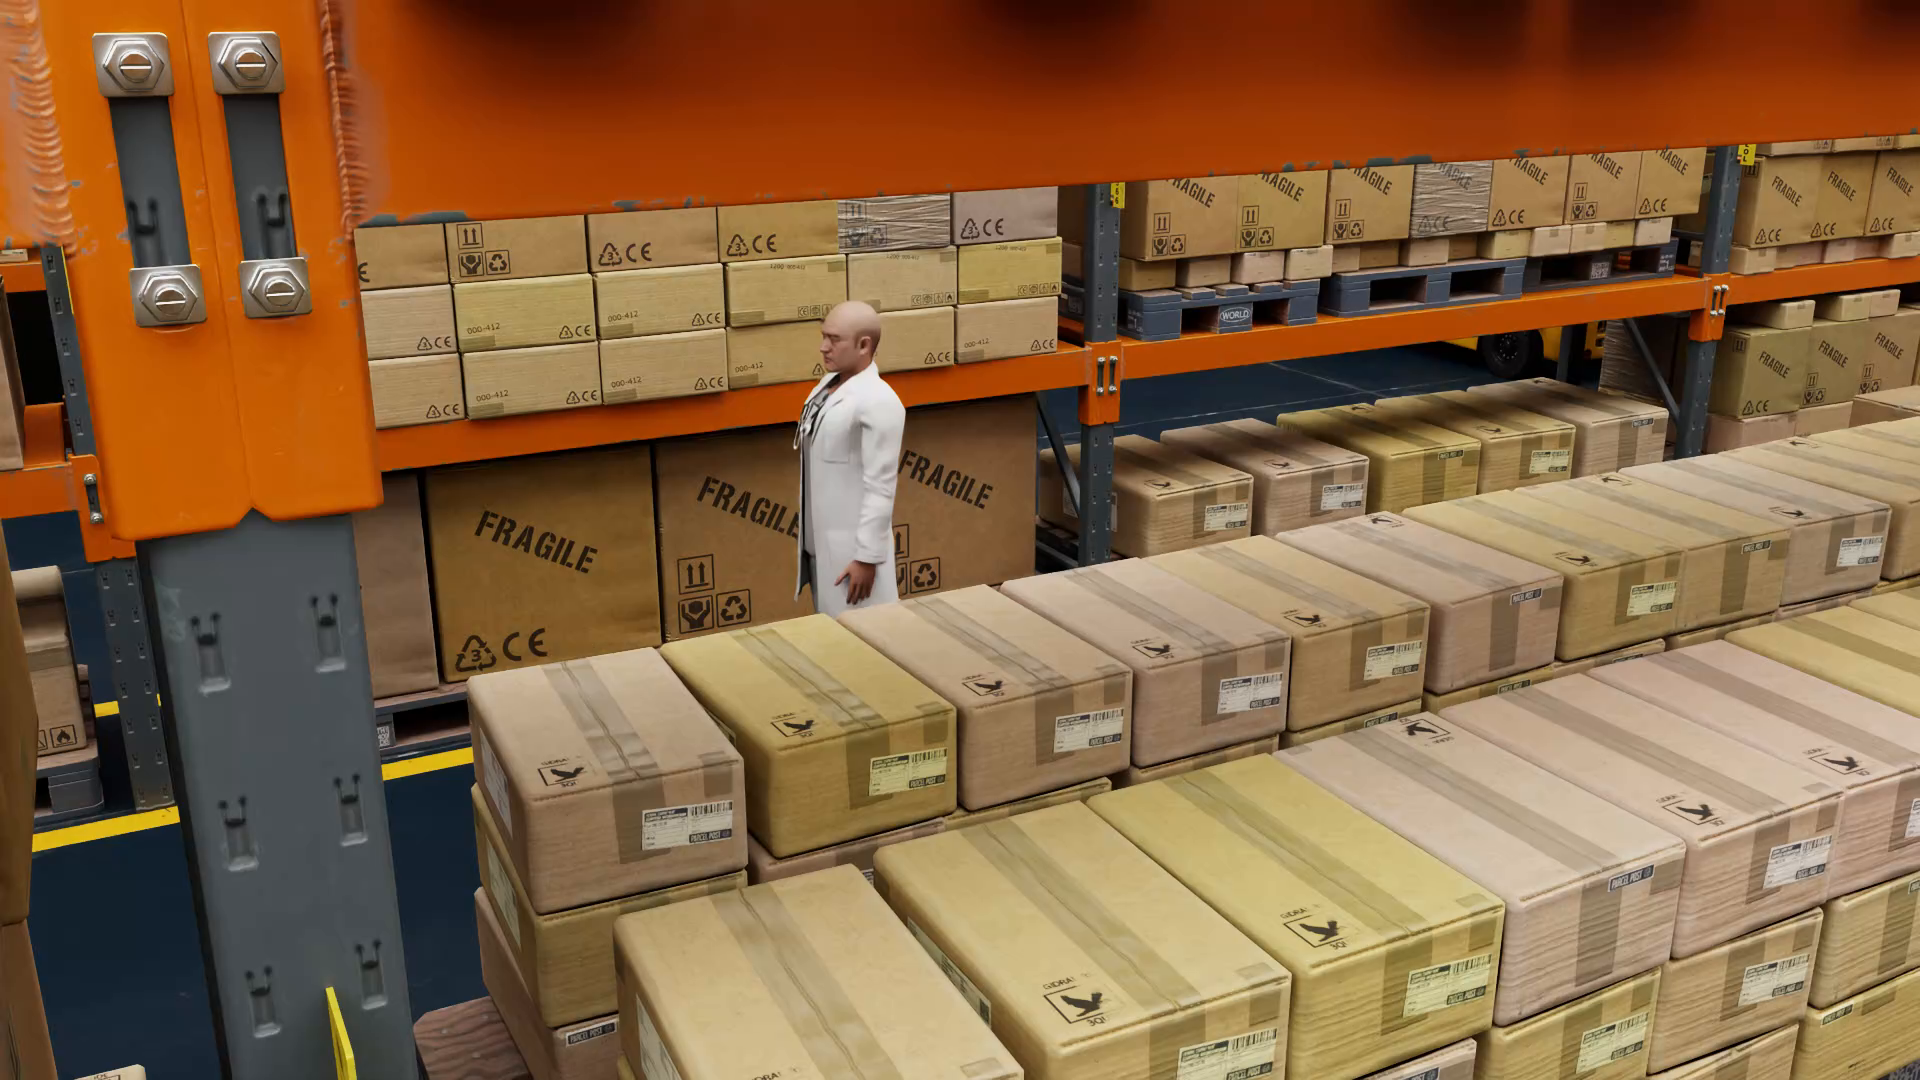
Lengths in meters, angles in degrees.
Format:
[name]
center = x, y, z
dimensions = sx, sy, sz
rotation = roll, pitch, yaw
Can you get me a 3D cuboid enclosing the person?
[person]
center = -0.410, 0.026, 6.005
dimensions = 0.377, 1.781, 0.561
rotation = -9, 20, -25
